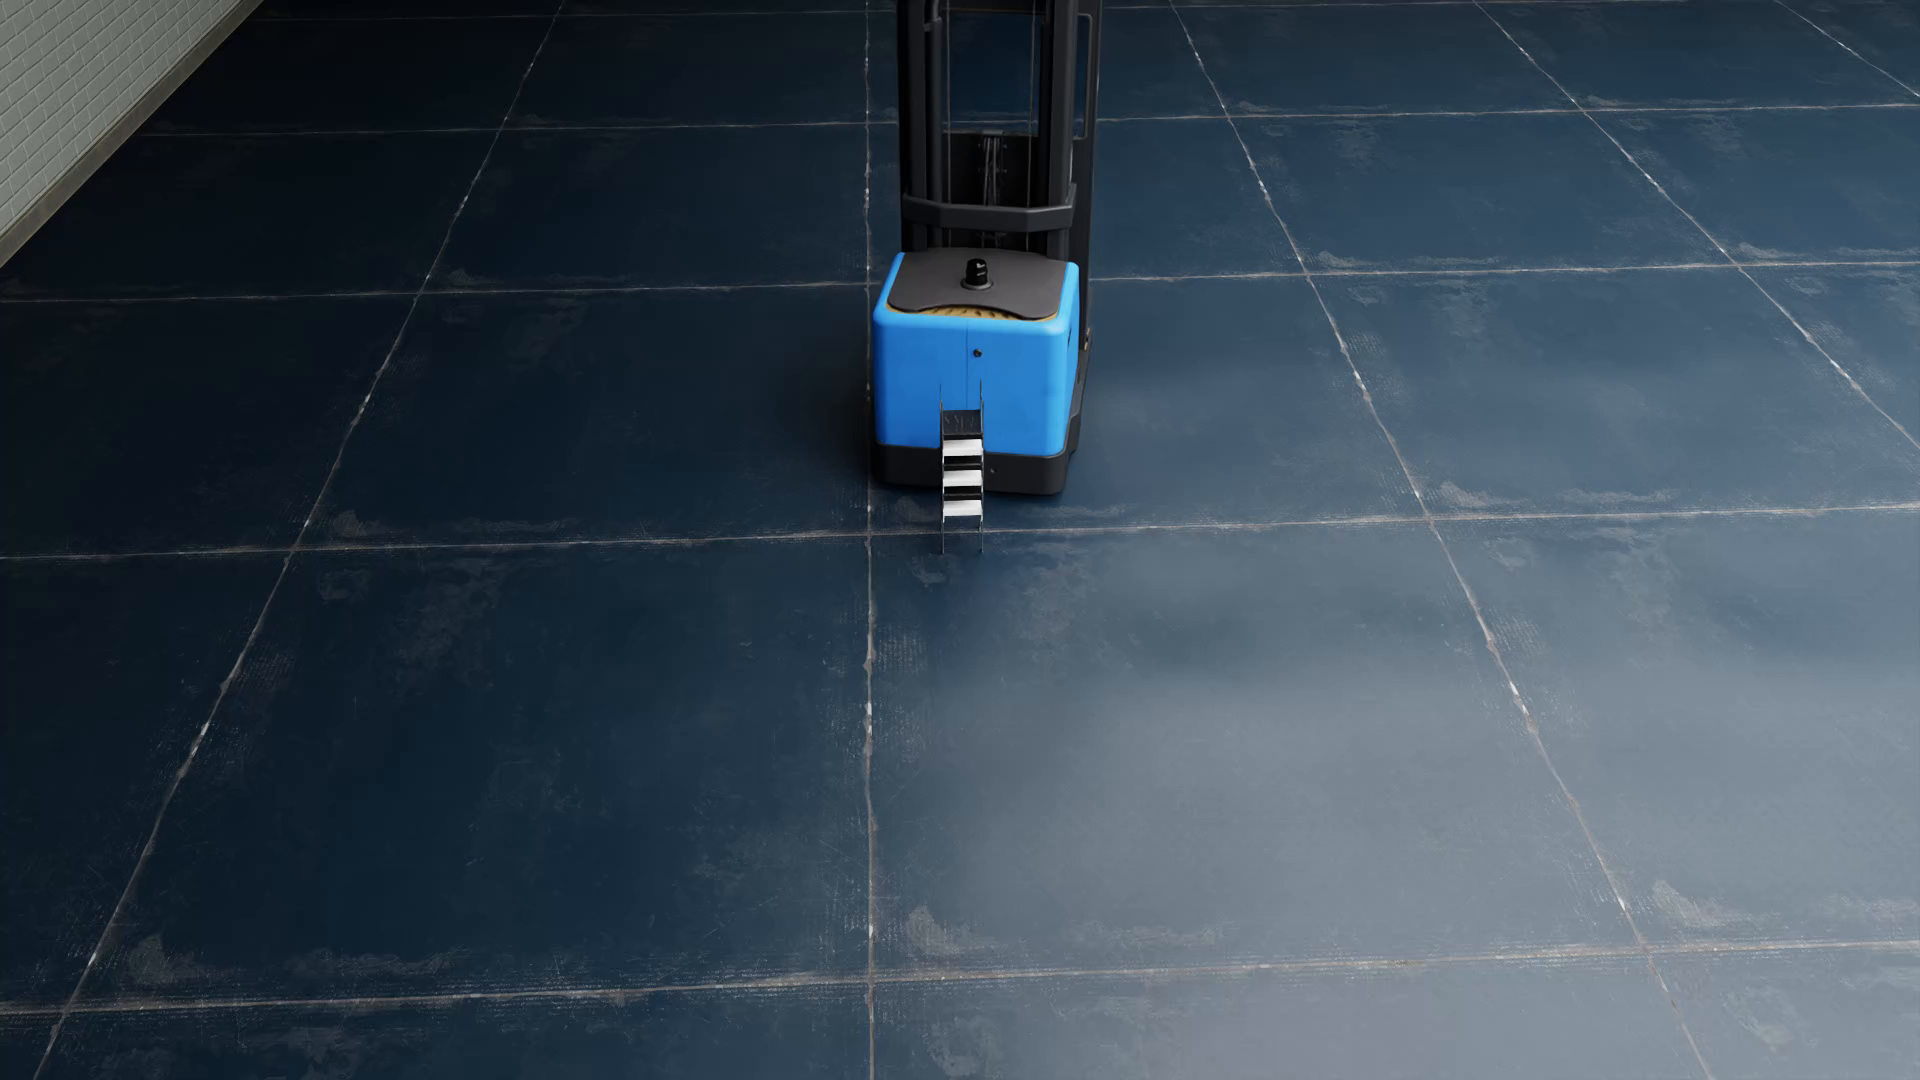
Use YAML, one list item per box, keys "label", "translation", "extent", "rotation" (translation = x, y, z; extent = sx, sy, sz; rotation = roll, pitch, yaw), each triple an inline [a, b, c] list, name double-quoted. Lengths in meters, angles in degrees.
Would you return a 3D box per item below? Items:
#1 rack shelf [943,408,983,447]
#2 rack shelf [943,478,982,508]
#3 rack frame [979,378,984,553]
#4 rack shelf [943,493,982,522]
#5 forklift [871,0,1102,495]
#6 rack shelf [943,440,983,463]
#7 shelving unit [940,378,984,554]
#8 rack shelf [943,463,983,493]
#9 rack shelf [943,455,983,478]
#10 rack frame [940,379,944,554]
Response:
- label: "rack shelf"
  translation: [0.008, -0.565, 8.360]
  extent: [0.200, 0.077, 0.258]
  rotation: [-2, 35, -2]
- label: "rack shelf"
  translation: [0.008, -0.269, 8.564]
  extent: [0.200, 0.077, 0.258]
  rotation: [-2, 35, -2]
- label: "rack frame"
  translation: [0.110, -0.373, 8.498]
  extent: [0.006, 0.900, 0.240]
  rotation: [-2, 35, -2]
- label: "rack shelf"
  translation: [0.008, -0.195, 8.616]
  extent: [0.200, 0.077, 0.258]
  rotation: [-2, 35, -2]
- label: "forklift"
  translation: [0.240, -2.276, 9.463]
  extent: [1.130, 2.935, 3.031]
  rotation: [4, 35, 6]
- label: "rack shelf"
  translation: [0.008, -0.491, 8.411]
  extent: [0.200, 0.077, 0.258]
  rotation: [-2, 35, -2]
- label: "shelving unit"
  translation: [0.008, -0.370, 8.494]
  extent: [0.210, 0.900, 0.258]
  rotation: [-2, 35, -2]
- label: "rack shelf"
  translation: [0.008, -0.343, 8.513]
  extent: [0.200, 0.077, 0.258]
  rotation: [-2, 35, -2]
- label: "rack shelf"
  translation: [0.008, -0.417, 8.462]
  extent: [0.200, 0.077, 0.258]
  rotation: [-2, 35, -2]
- label: "rack frame"
  translation: [-0.093, -0.368, 8.490]
  extent: [0.006, 0.900, 0.240]
  rotation: [-2, 35, -2]
